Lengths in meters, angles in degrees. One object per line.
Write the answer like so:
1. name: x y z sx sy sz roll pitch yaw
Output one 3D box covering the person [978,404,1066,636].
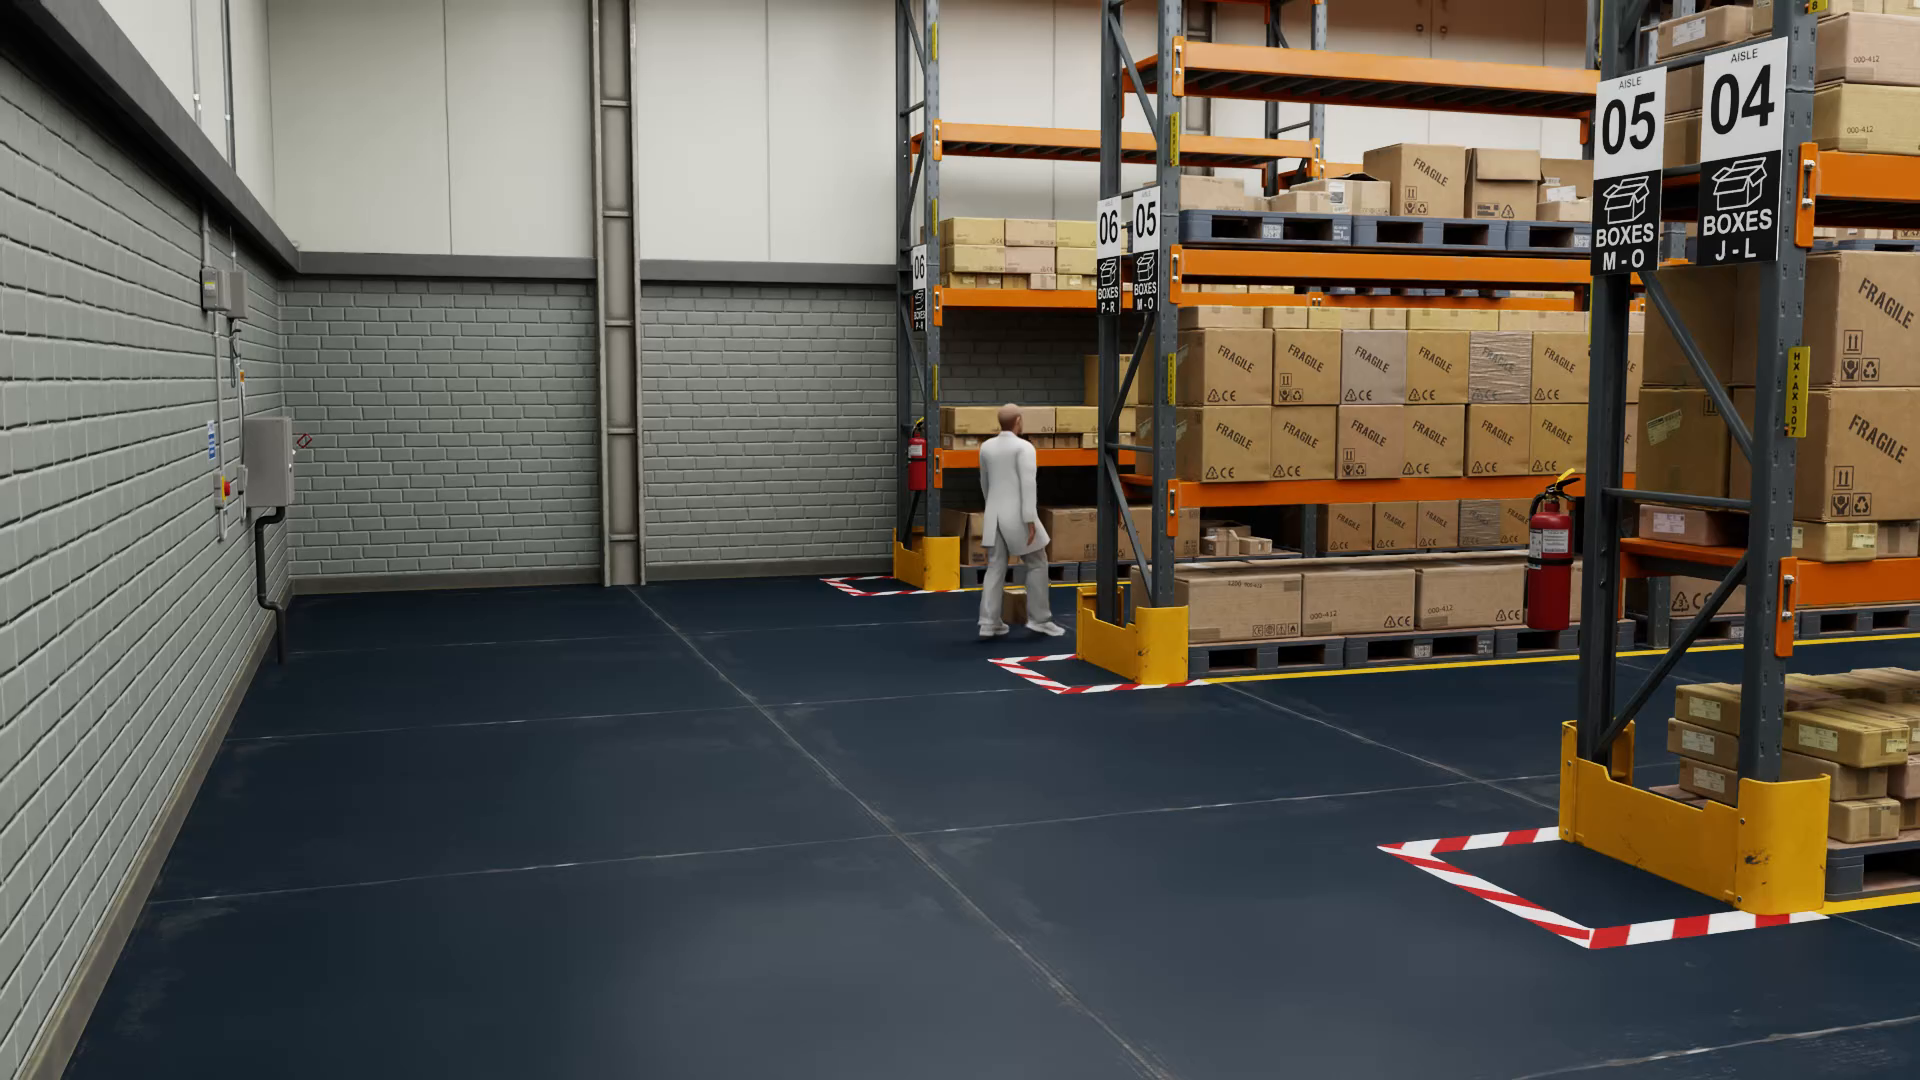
1. person: 0.420 -0.140 12.692 0.669 1.798 0.783 5 7 39
